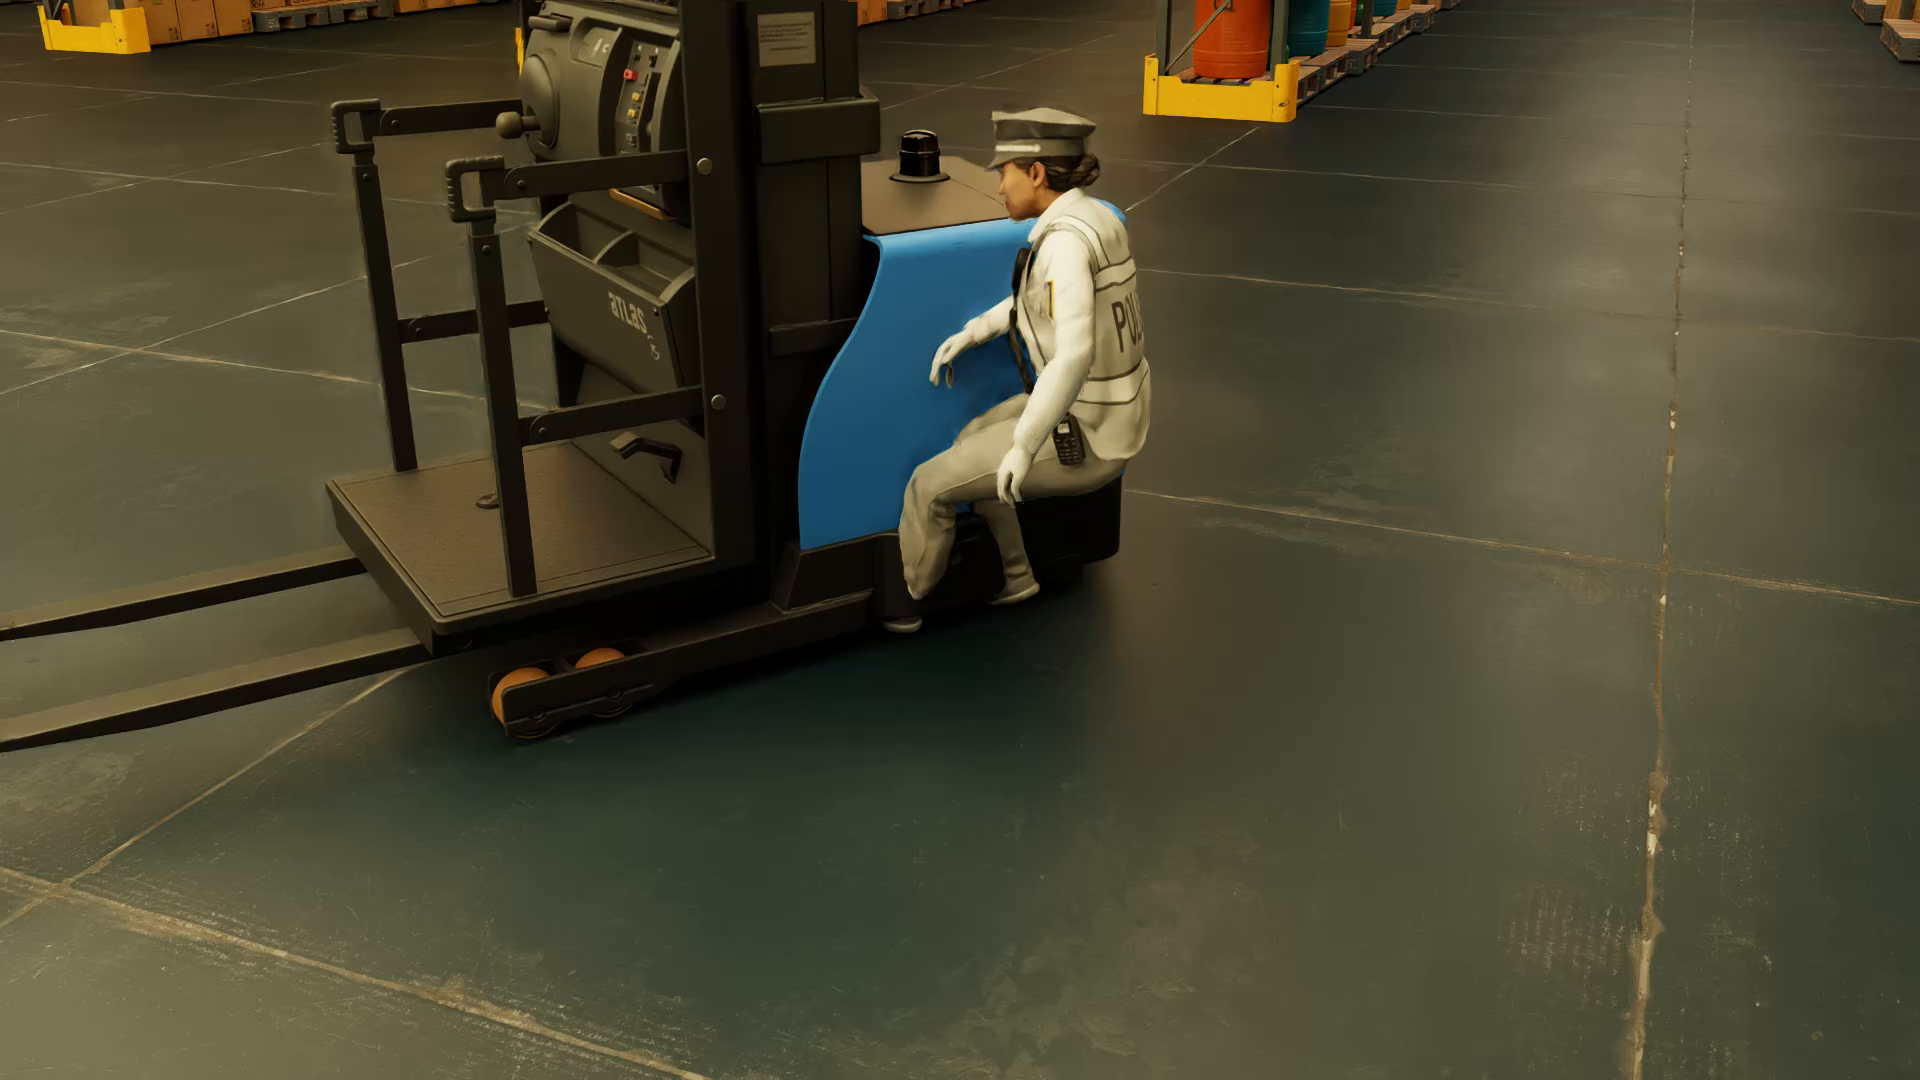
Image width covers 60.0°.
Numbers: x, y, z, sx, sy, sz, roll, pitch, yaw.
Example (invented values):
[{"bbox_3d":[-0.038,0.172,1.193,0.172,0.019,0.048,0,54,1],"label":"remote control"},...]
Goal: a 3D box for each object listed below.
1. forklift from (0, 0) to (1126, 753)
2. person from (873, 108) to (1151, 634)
[{"bbox_3d":[-1.055,-1.111,3.951,3.031,2.935,1.130,-14,26,-30],"label":"forklift"},{"bbox_3d":[0.050,-0.343,4.183,0.857,1.465,0.738,6,23,13],"label":"person"}]
